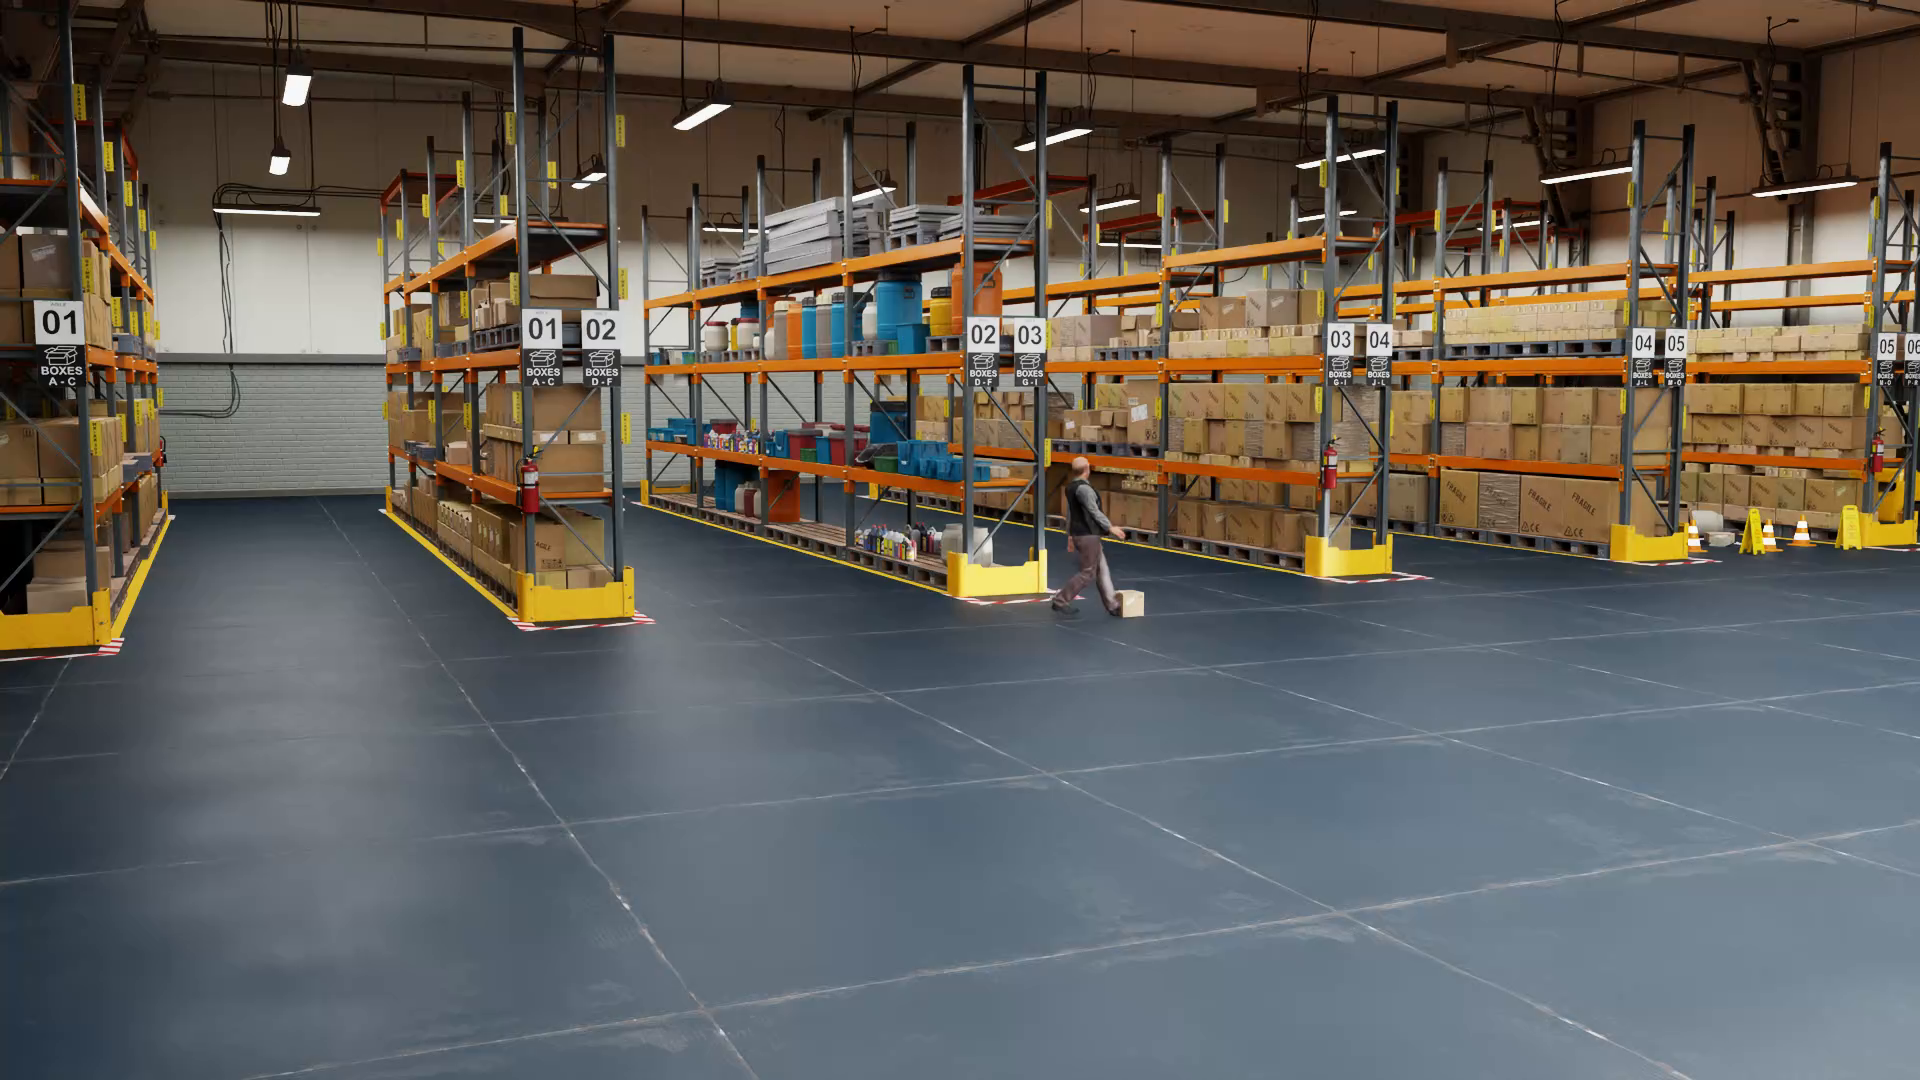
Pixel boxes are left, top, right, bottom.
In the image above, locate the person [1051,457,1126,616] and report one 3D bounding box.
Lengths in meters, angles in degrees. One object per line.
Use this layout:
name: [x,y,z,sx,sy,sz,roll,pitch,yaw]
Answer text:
person: [1.407,-0.029,17.359,0.941,1.676,0.590,-1,5,-12]
